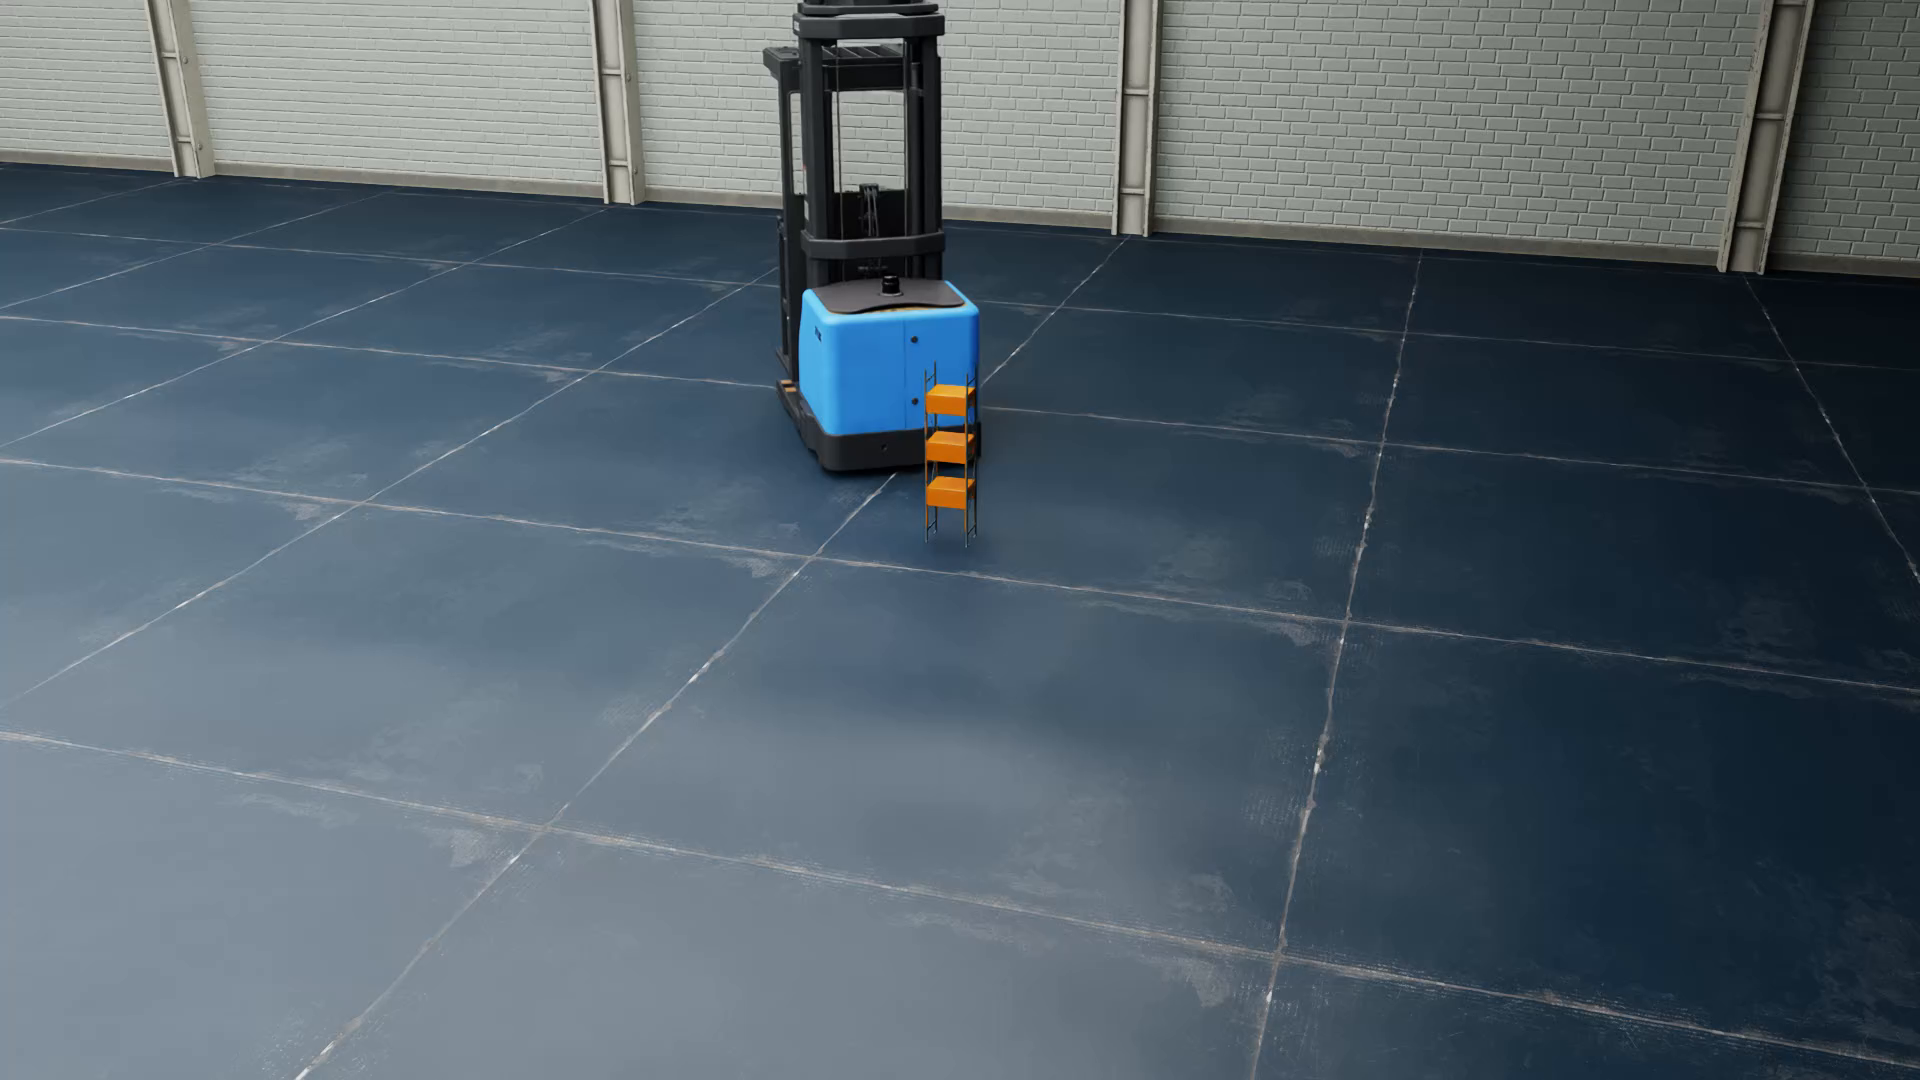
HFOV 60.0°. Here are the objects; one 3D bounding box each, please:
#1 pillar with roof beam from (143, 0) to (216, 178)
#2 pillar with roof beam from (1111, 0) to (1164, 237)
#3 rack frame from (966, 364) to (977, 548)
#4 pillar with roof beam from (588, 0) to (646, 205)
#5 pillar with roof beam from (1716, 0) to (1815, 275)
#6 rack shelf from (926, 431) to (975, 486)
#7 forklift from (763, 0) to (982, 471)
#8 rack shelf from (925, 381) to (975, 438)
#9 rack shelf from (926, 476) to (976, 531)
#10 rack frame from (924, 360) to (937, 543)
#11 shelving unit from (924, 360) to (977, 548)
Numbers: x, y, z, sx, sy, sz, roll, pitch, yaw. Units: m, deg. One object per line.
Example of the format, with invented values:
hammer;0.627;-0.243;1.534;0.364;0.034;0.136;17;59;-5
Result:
pillar with roof beam;-10.887;-7.202;15.469;0.400;9.000;9.100;7;23;16
pillar with roof beam;0.601;-5.886;12.262;0.400;9.000;9.100;7;23;16
rack frame;0.066;-0.478;9.552;0.008;1.050;0.200;7;23;16
pillar with roof beam;-5.143;-6.544;13.866;0.400;9.000;9.100;7;23;16
pillar with roof beam;6.346;-5.228;10.659;0.400;9.000;9.100;7;23;16
rack shelf;-0.051;-0.482;9.589;0.240;0.259;0.215;7;23;15
forklift;-0.726;-2.329;11.585;1.130;2.935;3.031;-6;23;-14
rack shelf;-0.051;-0.744;9.481;0.240;0.259;0.215;7;23;15
rack shelf;-0.051;-0.225;9.695;0.240;0.259;0.215;7;23;15
rack frame;-0.168;-0.505;9.618;0.008;1.050;0.200;7;23;16
shelving unit;-0.051;-0.492;9.585;0.252;1.050;0.215;7;23;16
